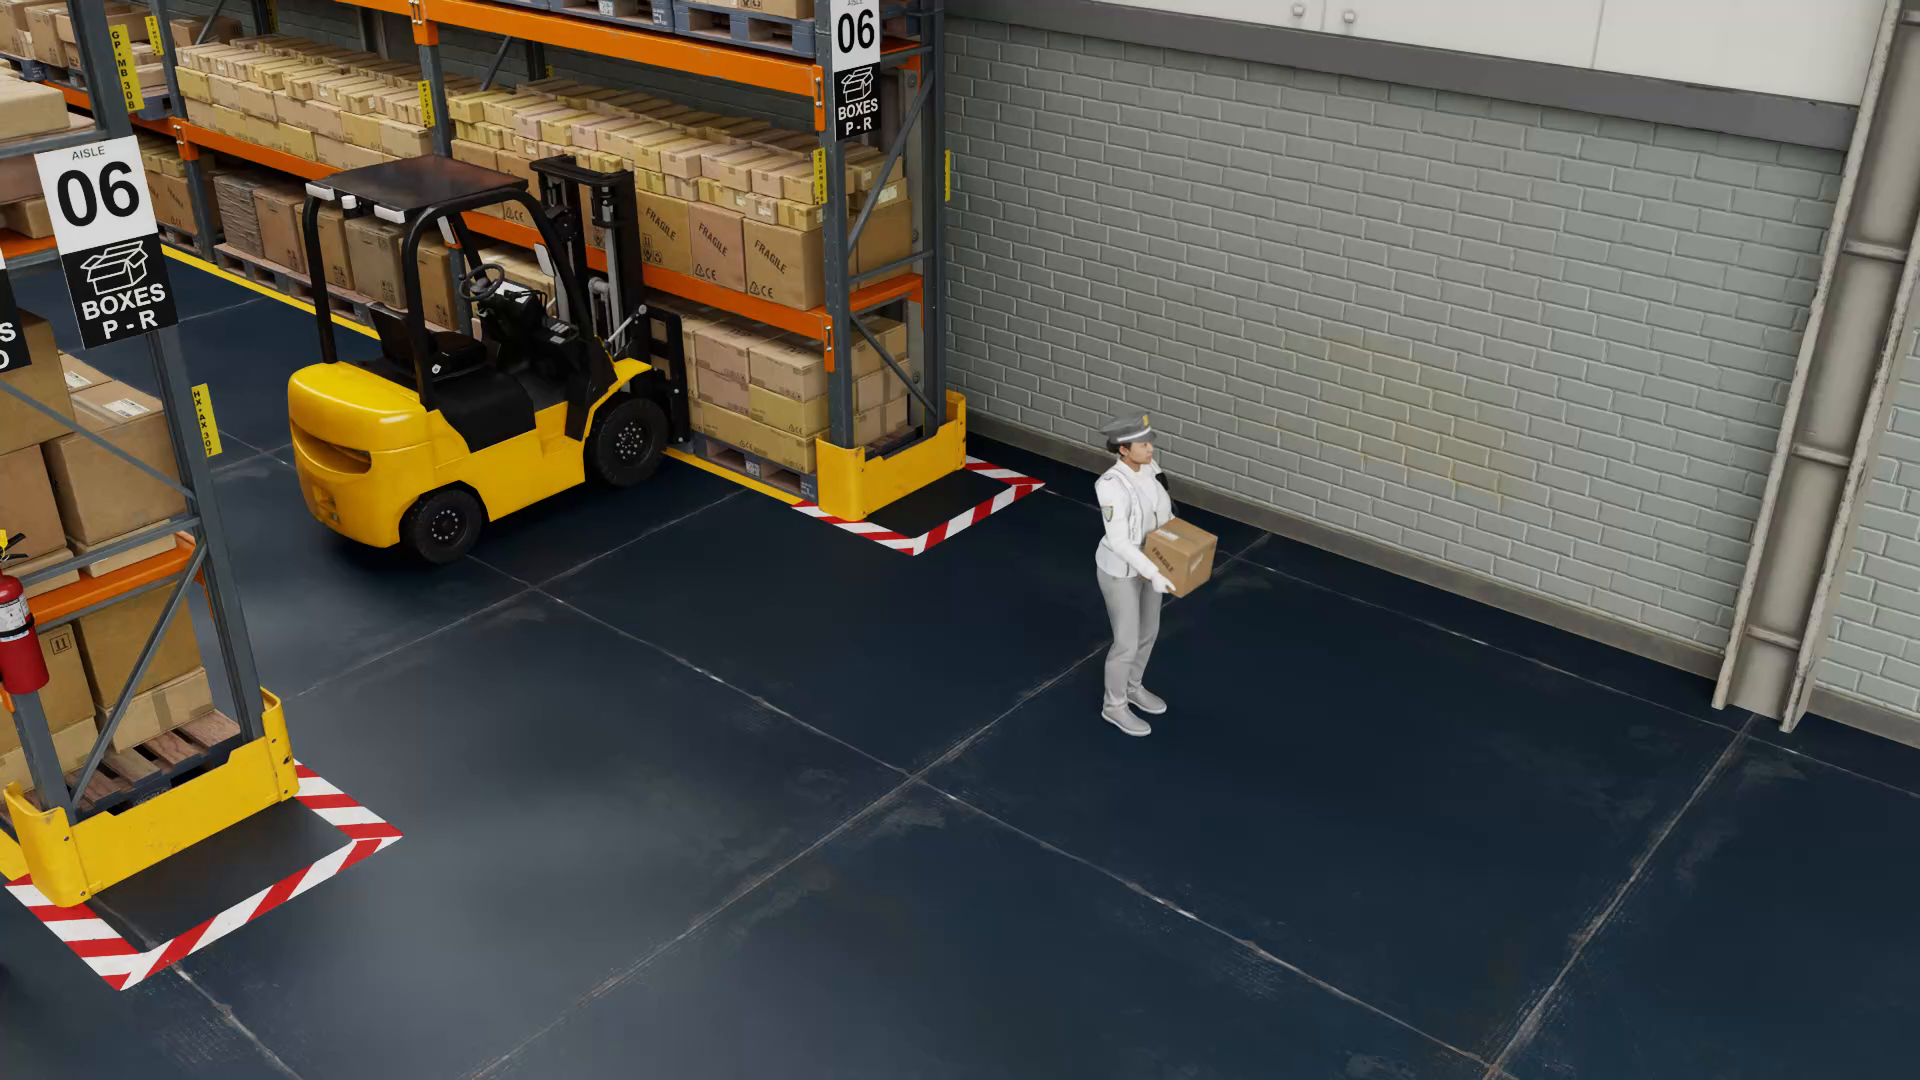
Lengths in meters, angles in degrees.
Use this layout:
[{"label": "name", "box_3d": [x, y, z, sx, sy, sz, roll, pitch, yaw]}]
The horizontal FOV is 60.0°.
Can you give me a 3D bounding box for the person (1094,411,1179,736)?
[{"label": "person", "box_3d": [0.912, 0.170, 8.269, 0.556, 1.687, 0.459, 22, 35, 35]}]
